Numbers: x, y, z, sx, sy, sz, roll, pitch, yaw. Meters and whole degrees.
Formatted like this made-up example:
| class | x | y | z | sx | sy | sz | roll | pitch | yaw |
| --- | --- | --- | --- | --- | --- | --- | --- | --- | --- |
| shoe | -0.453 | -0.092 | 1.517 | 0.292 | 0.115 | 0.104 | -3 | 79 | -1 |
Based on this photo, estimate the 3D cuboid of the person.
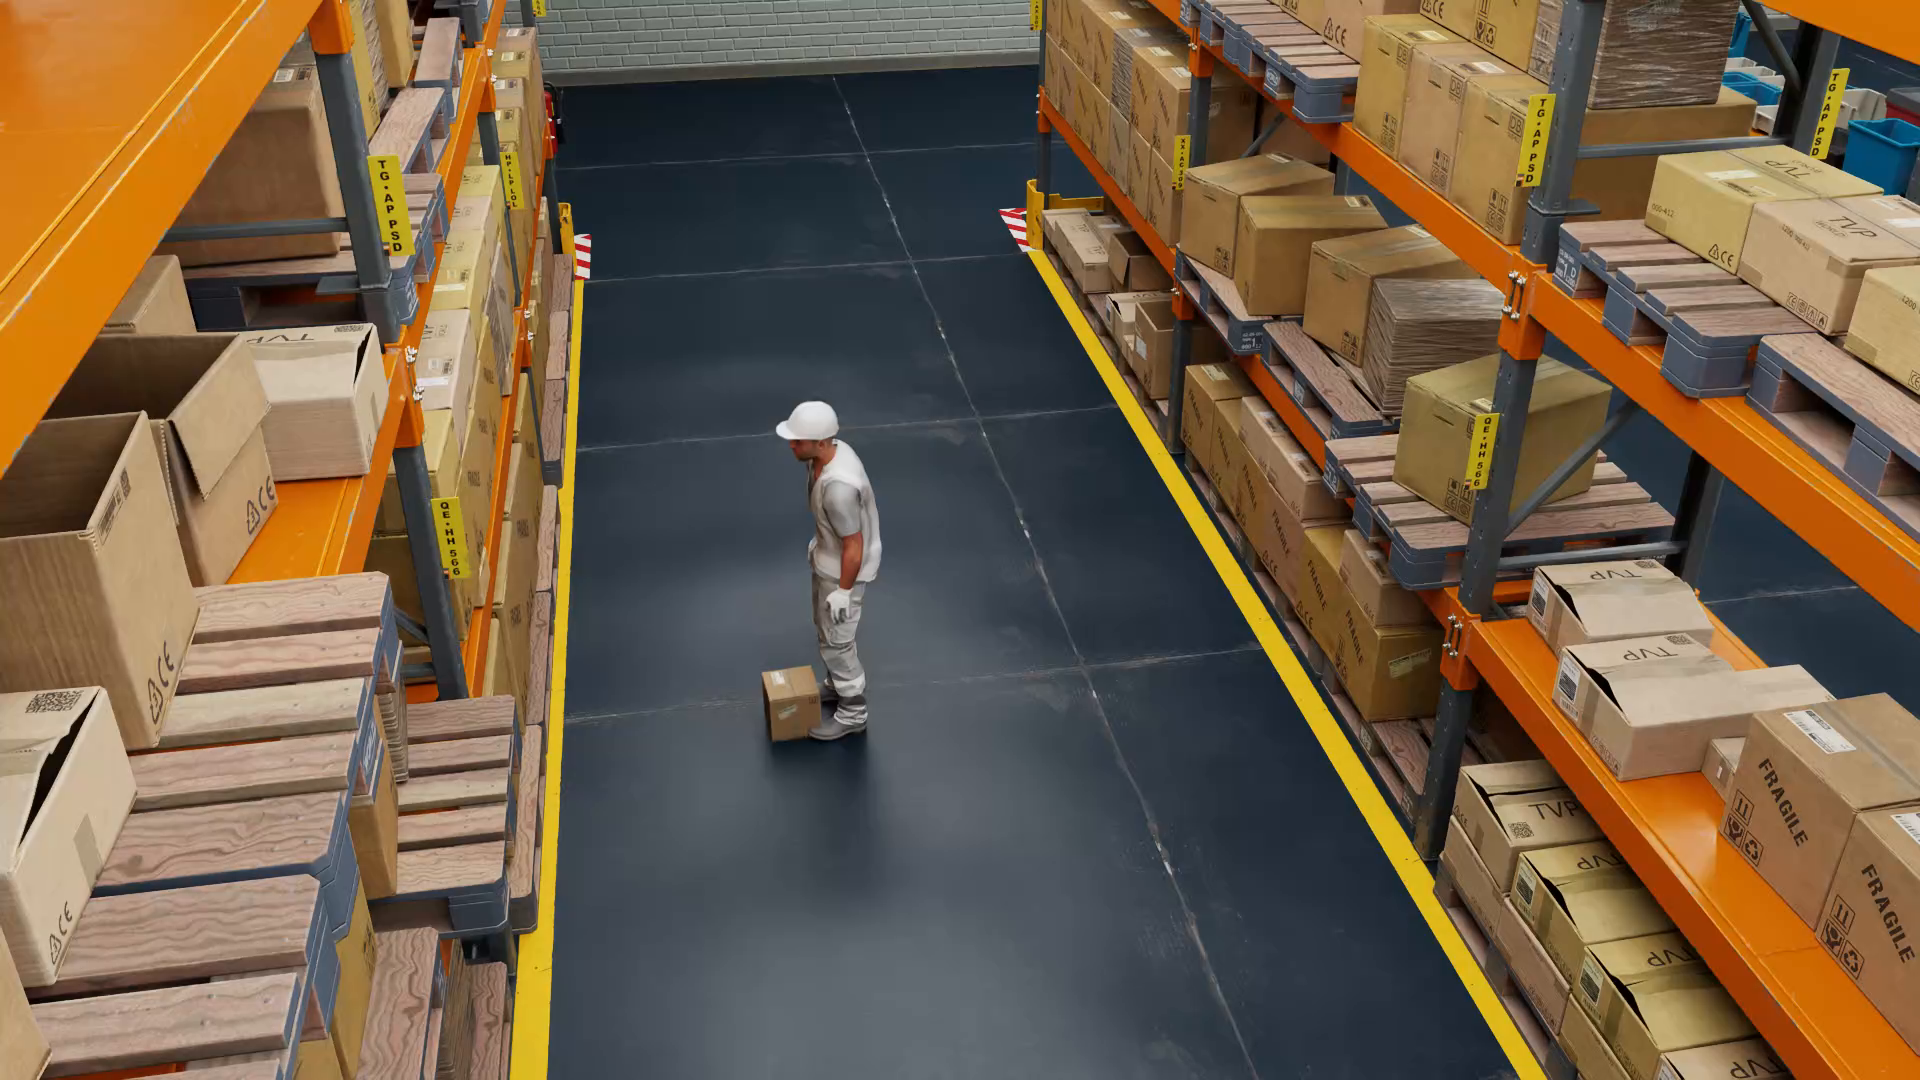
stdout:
| class | x | y | z | sx | sy | sz | roll | pitch | yaw |
| --- | --- | --- | --- | --- | --- | --- | --- | --- | --- |
| person | -0.609 | 0.134 | 7.899 | 0.454 | 1.777 | 0.606 | -7 | 31 | -11 |
